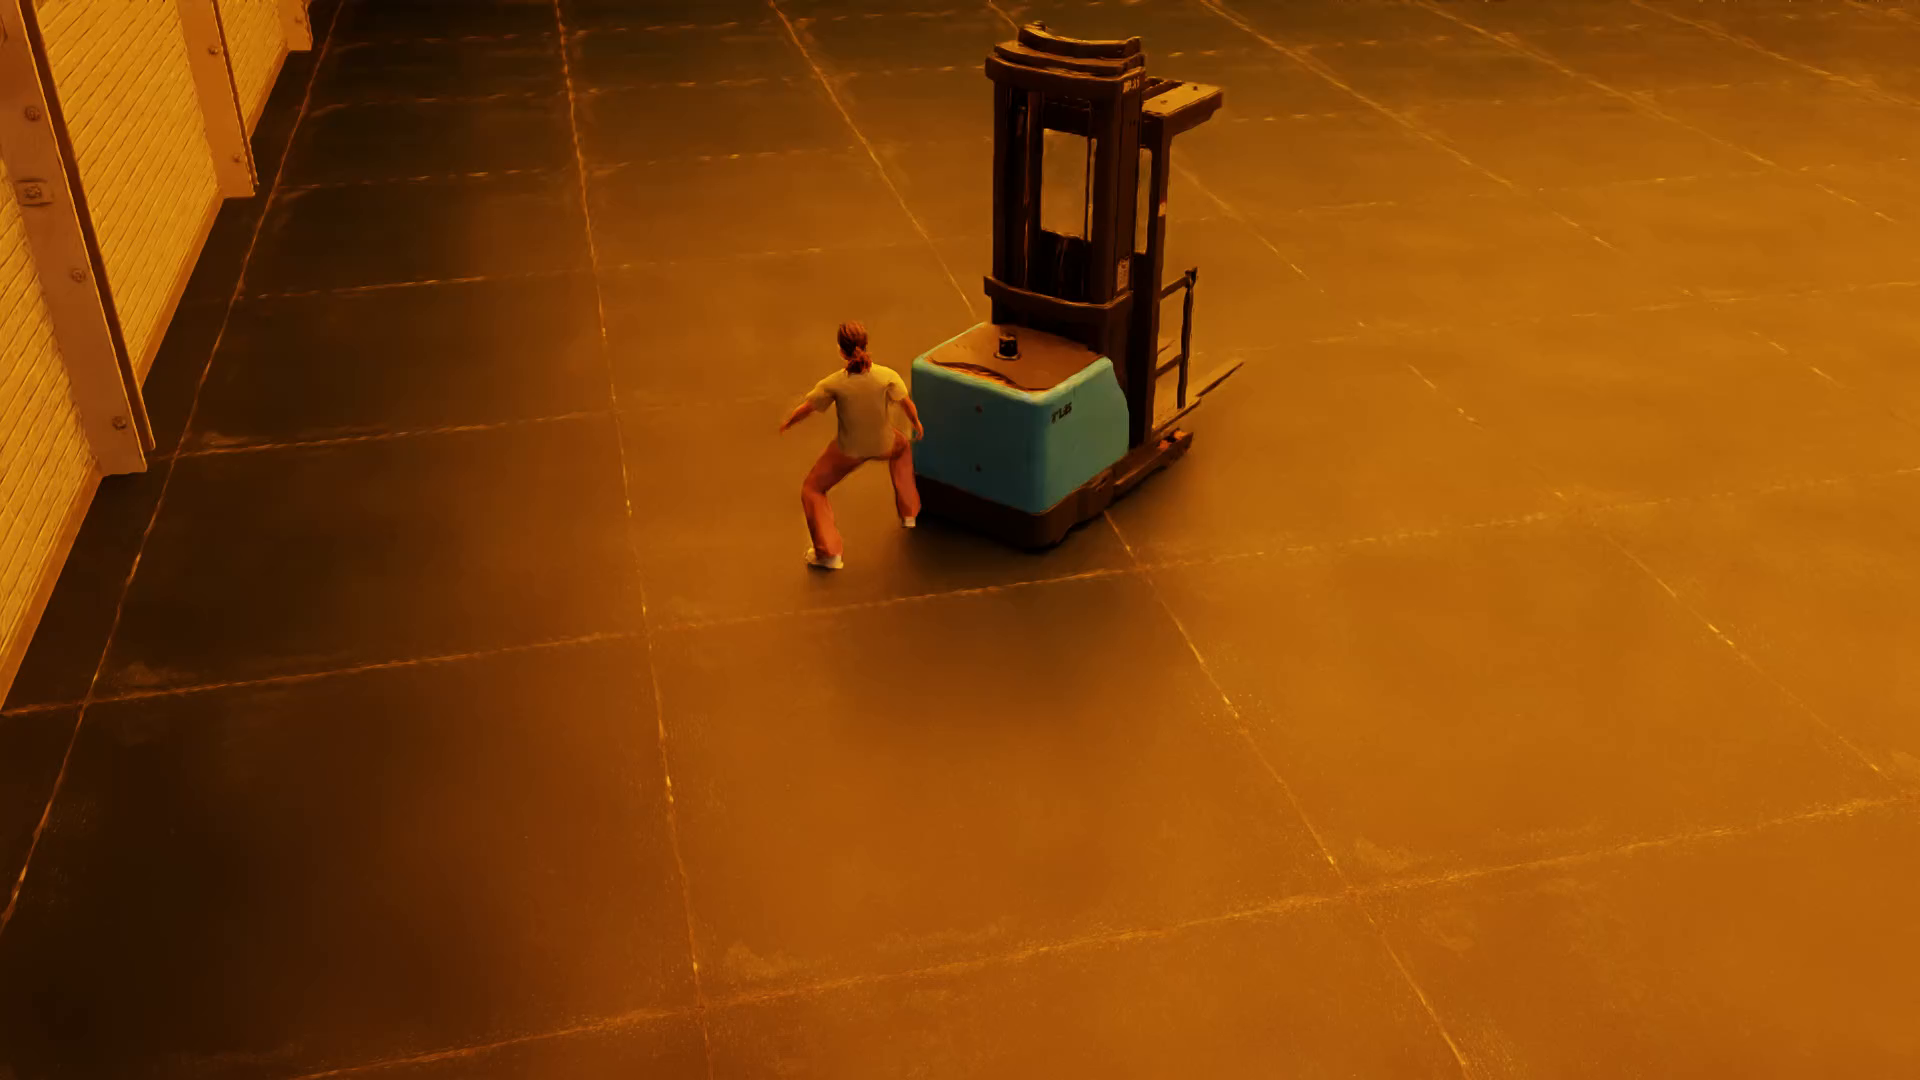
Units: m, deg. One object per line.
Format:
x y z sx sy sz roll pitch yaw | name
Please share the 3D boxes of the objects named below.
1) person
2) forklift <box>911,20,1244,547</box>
-0.638 -0.630 10.047 0.874 1.510 0.688 -6 31 -11 | person
0.954 -1.909 10.872 1.130 2.935 3.031 20 36 31 | forklift
